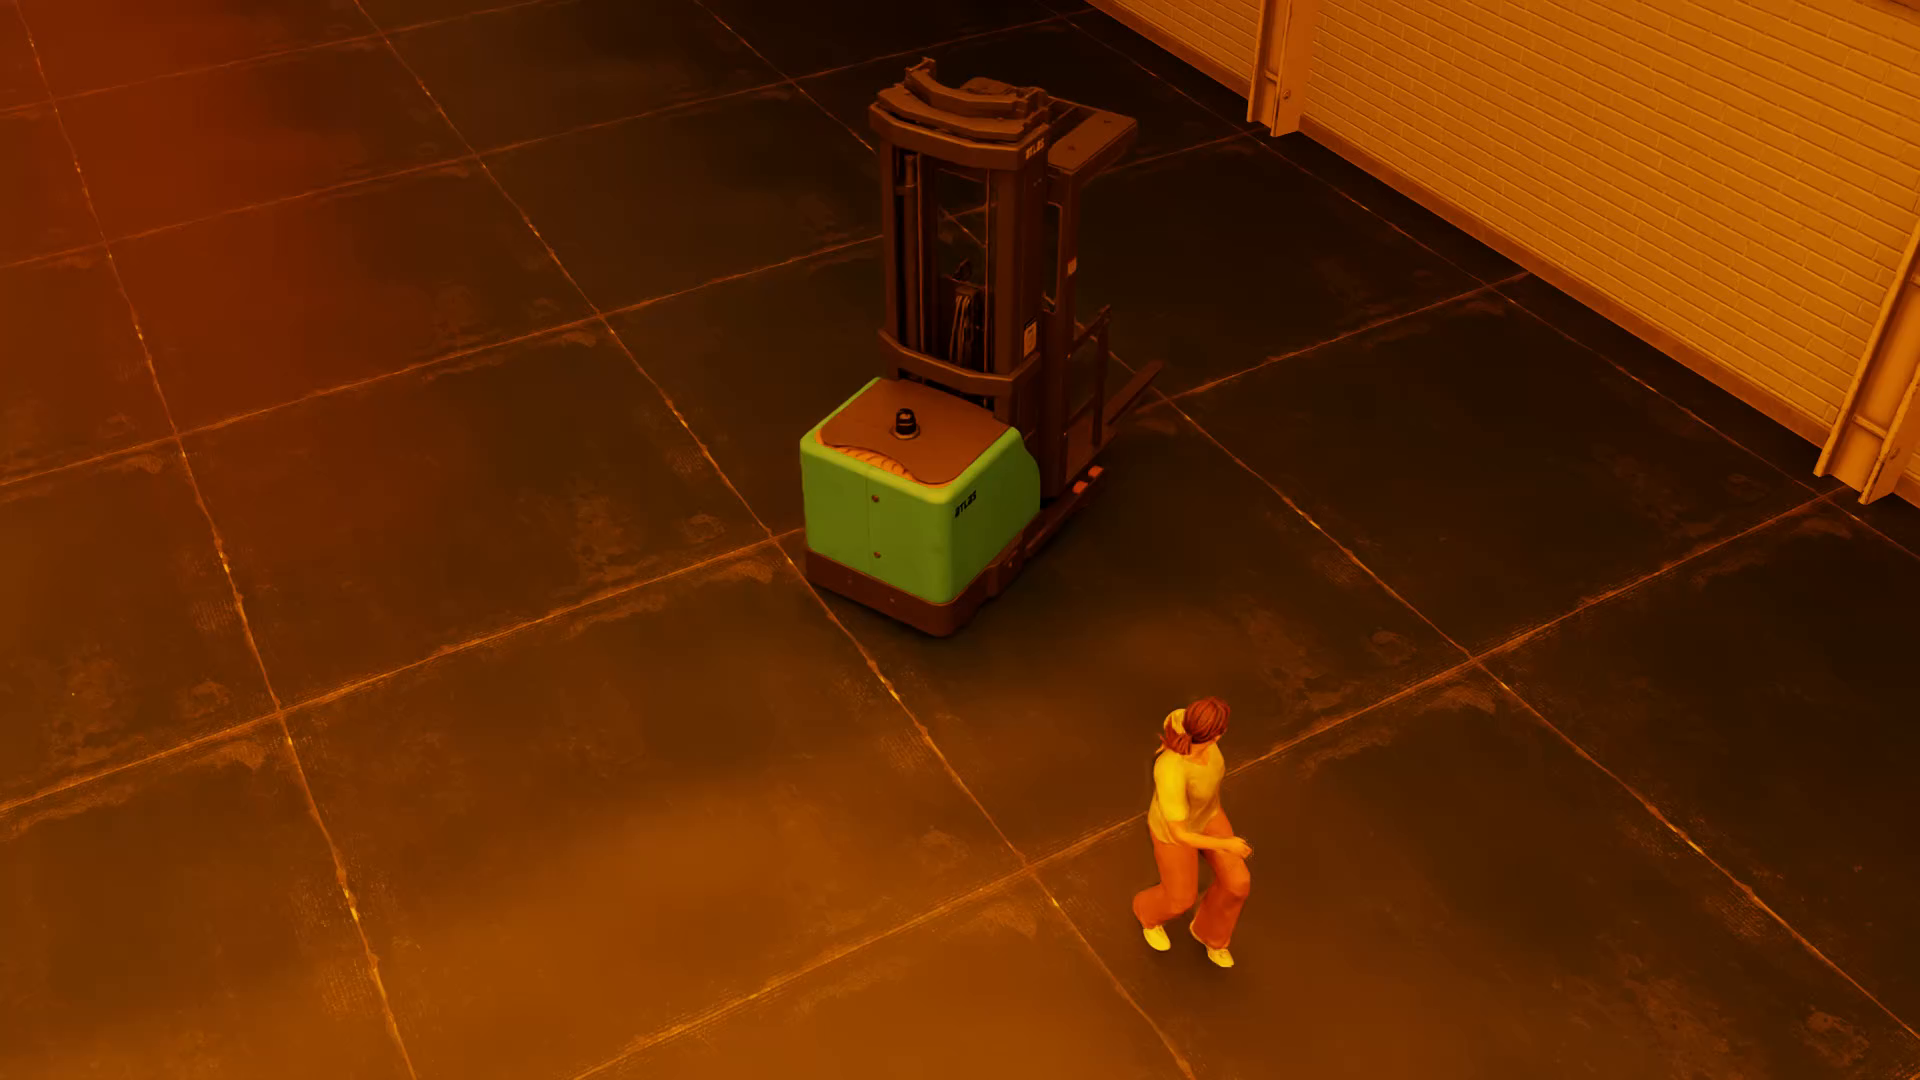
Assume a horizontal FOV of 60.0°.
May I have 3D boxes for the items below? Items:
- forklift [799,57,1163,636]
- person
[{"bbox_3d":[0.301,-1.487,9.829,1.130,2.935,3.031,22,45,25],"label":"forklift"},{"bbox_3d":[1.011,1.299,7.546,0.545,1.668,0.722,-31,49,-32],"label":"person"}]
